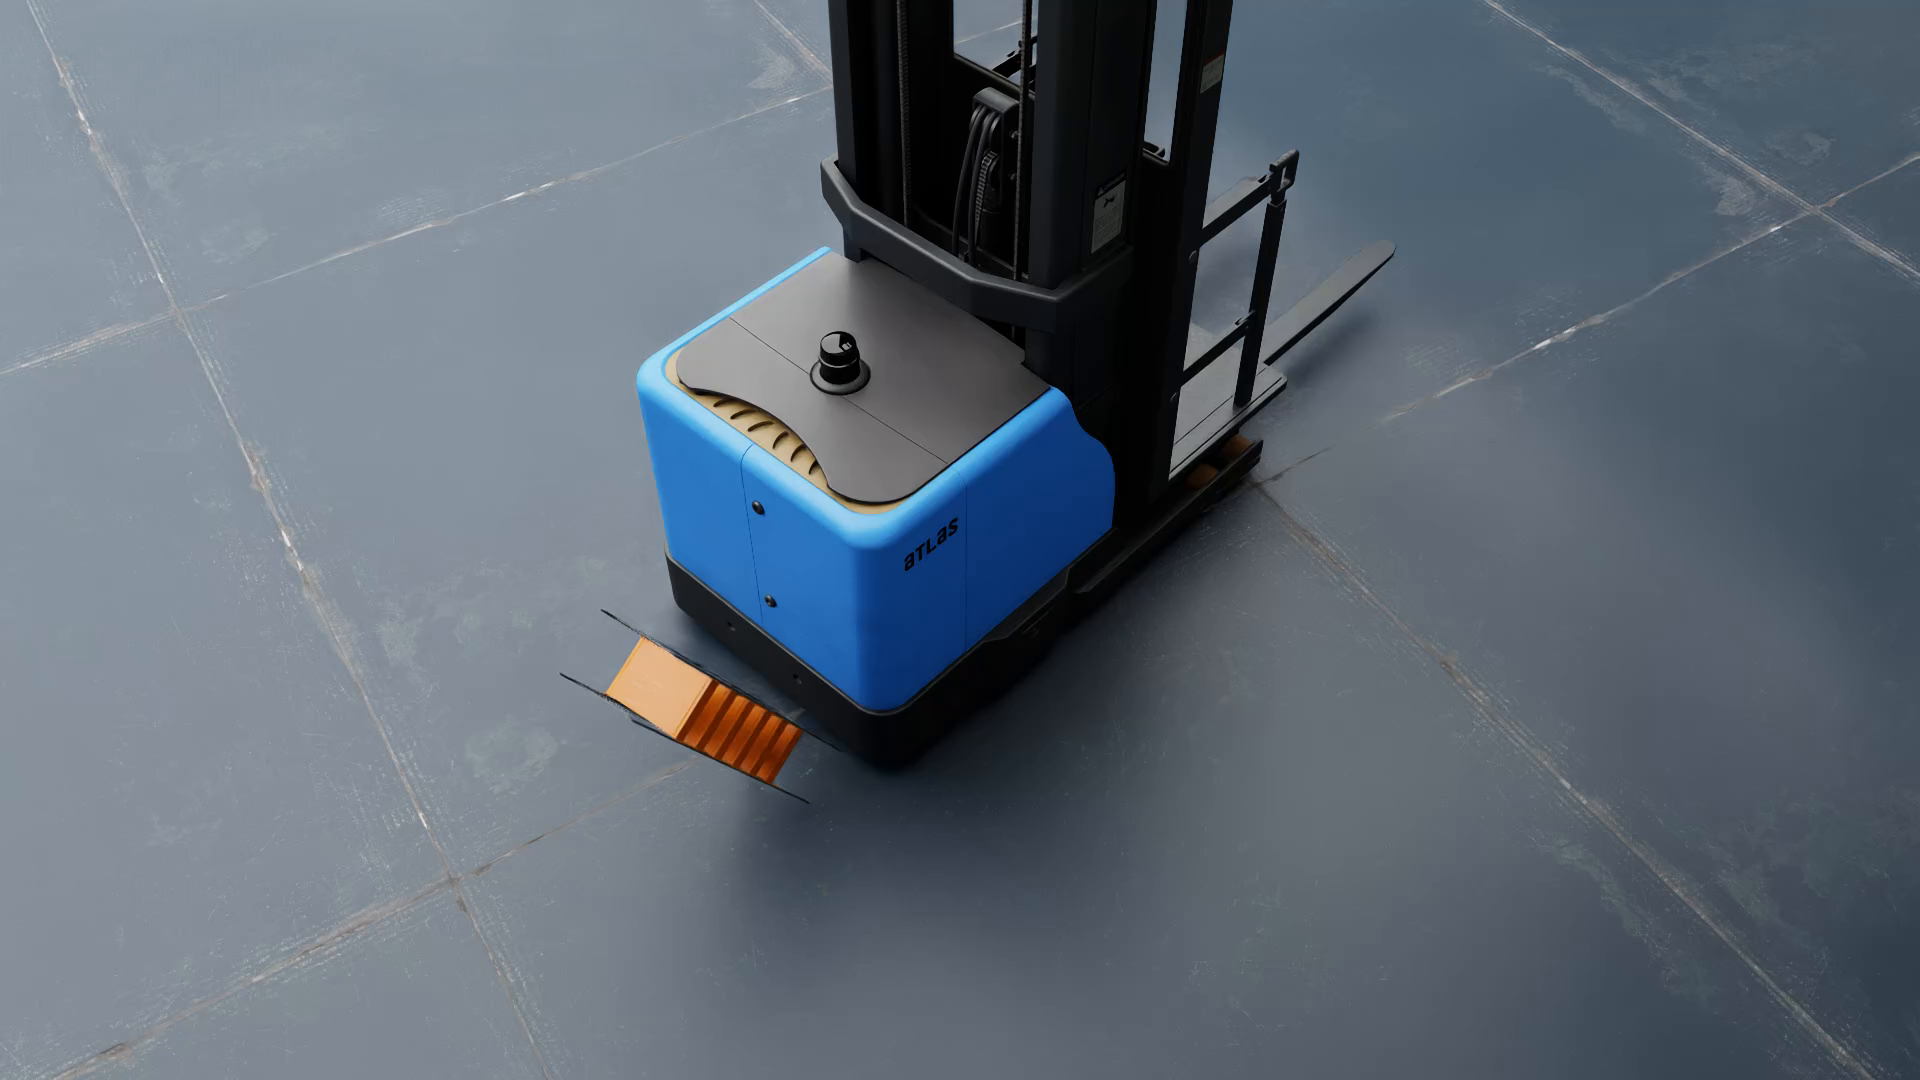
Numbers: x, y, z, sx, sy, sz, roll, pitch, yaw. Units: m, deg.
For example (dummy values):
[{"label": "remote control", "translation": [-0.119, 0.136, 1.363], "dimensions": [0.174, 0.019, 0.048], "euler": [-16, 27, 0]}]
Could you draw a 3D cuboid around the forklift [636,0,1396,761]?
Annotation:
[{"label": "forklift", "translation": [0.424, -1.315, 4.958], "dimensions": [1.130, 2.935, 3.031], "euler": [35, 57, 27]}]

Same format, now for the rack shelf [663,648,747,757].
[{"label": "rack shelf", "translation": [-0.720, 0.422, 4.370], "dimensions": [0.258, 0.103, 0.180], "euler": [28, 82, 23]}]

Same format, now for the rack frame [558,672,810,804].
[{"label": "rack frame", "translation": [-0.715, 0.560, 4.536], "dimensions": [0.240, 1.200, 0.006], "euler": [28, 82, 23]}]

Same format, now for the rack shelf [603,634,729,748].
[{"label": "rack shelf", "translation": [-0.753, 0.385, 4.260], "dimensions": [0.258, 0.103, 0.180], "euler": [28, 82, 23]}]

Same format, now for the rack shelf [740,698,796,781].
[{"label": "rack shelf", "translation": [-0.623, 0.533, 4.698], "dimensions": [0.258, 0.103, 0.180], "euler": [28, 82, 23]}]

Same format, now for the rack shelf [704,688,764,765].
[{"label": "rack shelf", "translation": [-0.688, 0.459, 4.479], "dimensions": [0.258, 0.103, 0.180], "euler": [28, 82, 23]}]

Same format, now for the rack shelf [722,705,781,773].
[{"label": "rack shelf", "translation": [-0.655, 0.496, 4.588], "dimensions": [0.258, 0.103, 0.180], "euler": [28, 82, 23]}]

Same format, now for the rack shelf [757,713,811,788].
[{"label": "rack shelf", "translation": [-0.590, 0.570, 4.807], "dimensions": [0.258, 0.103, 0.180], "euler": [28, 82, 23]}]

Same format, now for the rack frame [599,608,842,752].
[{"label": "rack frame", "translation": [-0.620, 0.405, 4.560], "dimensions": [0.240, 1.200, 0.006], "euler": [28, 82, 23]}]

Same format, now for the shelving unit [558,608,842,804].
[{"label": "shelving unit", "translation": [-0.667, 0.483, 4.548], "dimensions": [0.258, 1.200, 0.189], "euler": [28, 82, 23]}]
